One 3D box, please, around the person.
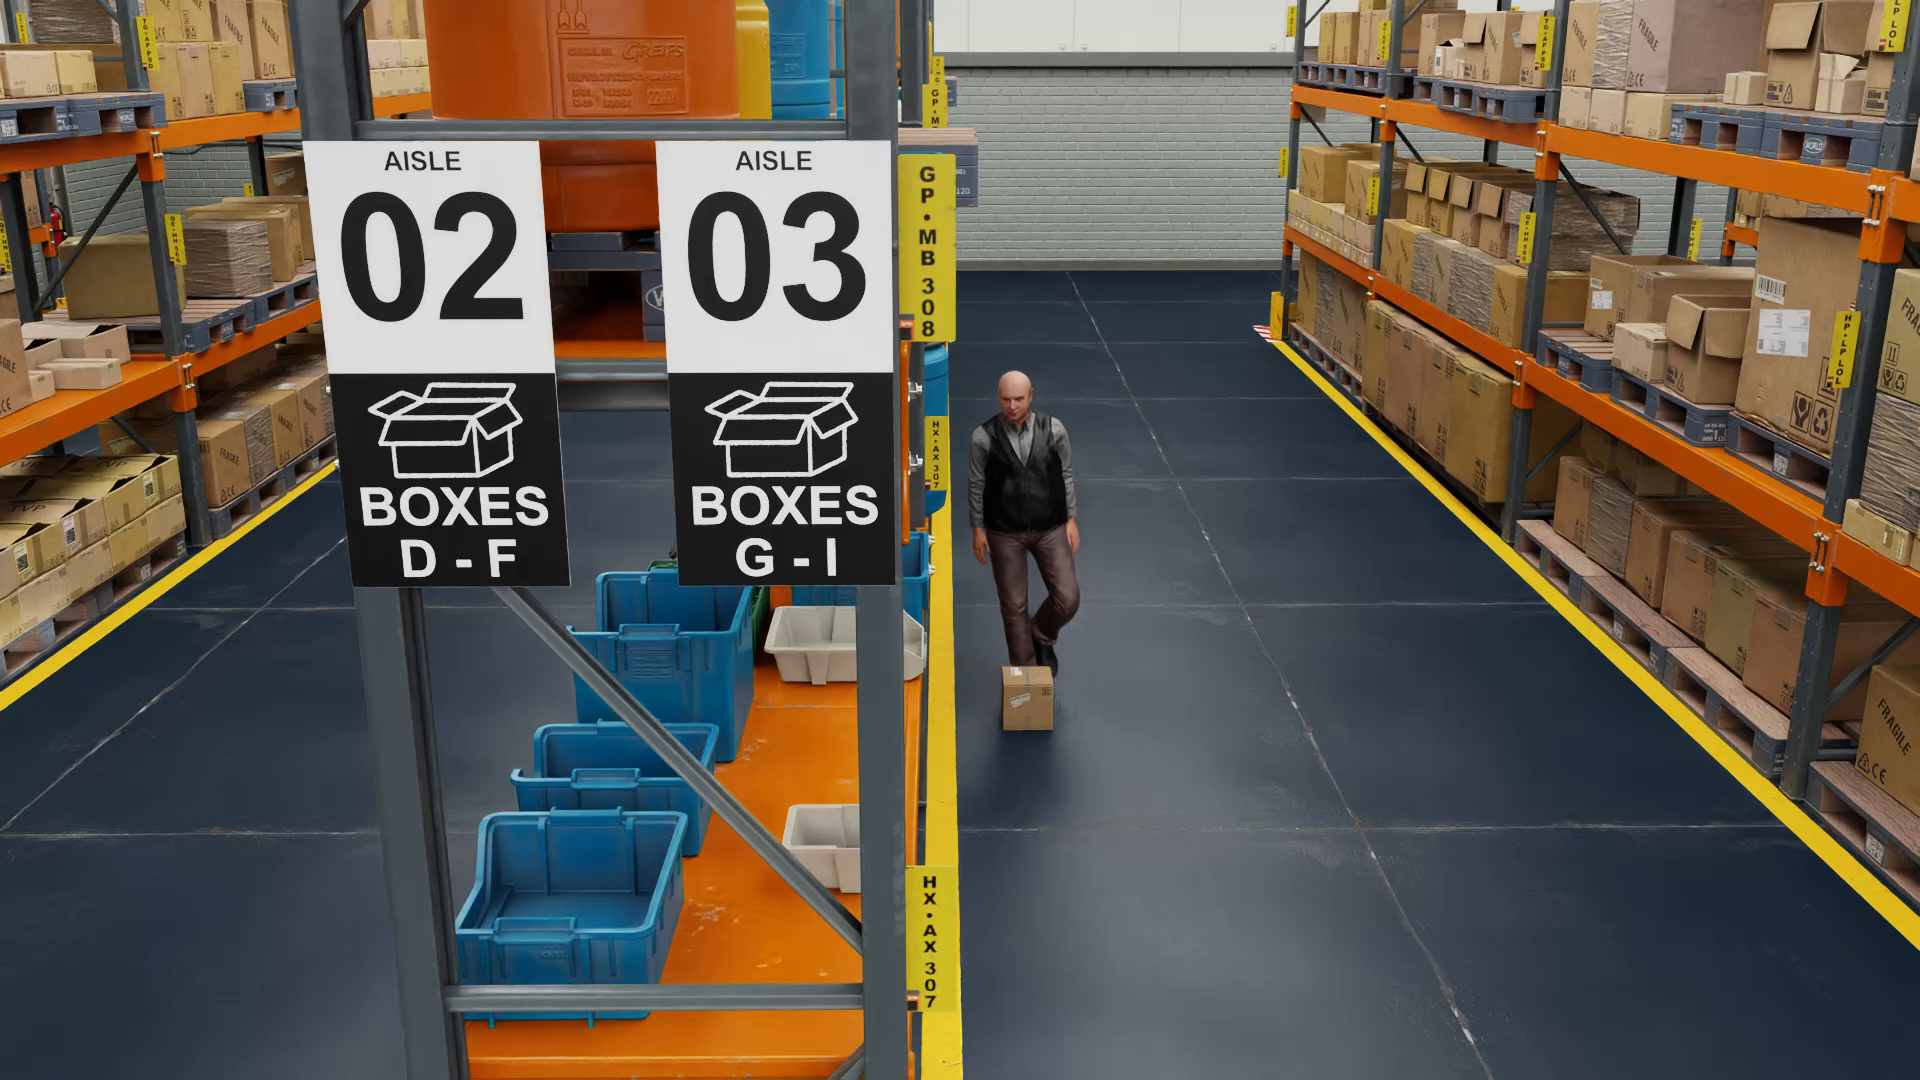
[{"bbox_3d":[0.343,-0.018,8.638,0.584,1.711,0.551,-1,17,-5],"label":"person"}]
